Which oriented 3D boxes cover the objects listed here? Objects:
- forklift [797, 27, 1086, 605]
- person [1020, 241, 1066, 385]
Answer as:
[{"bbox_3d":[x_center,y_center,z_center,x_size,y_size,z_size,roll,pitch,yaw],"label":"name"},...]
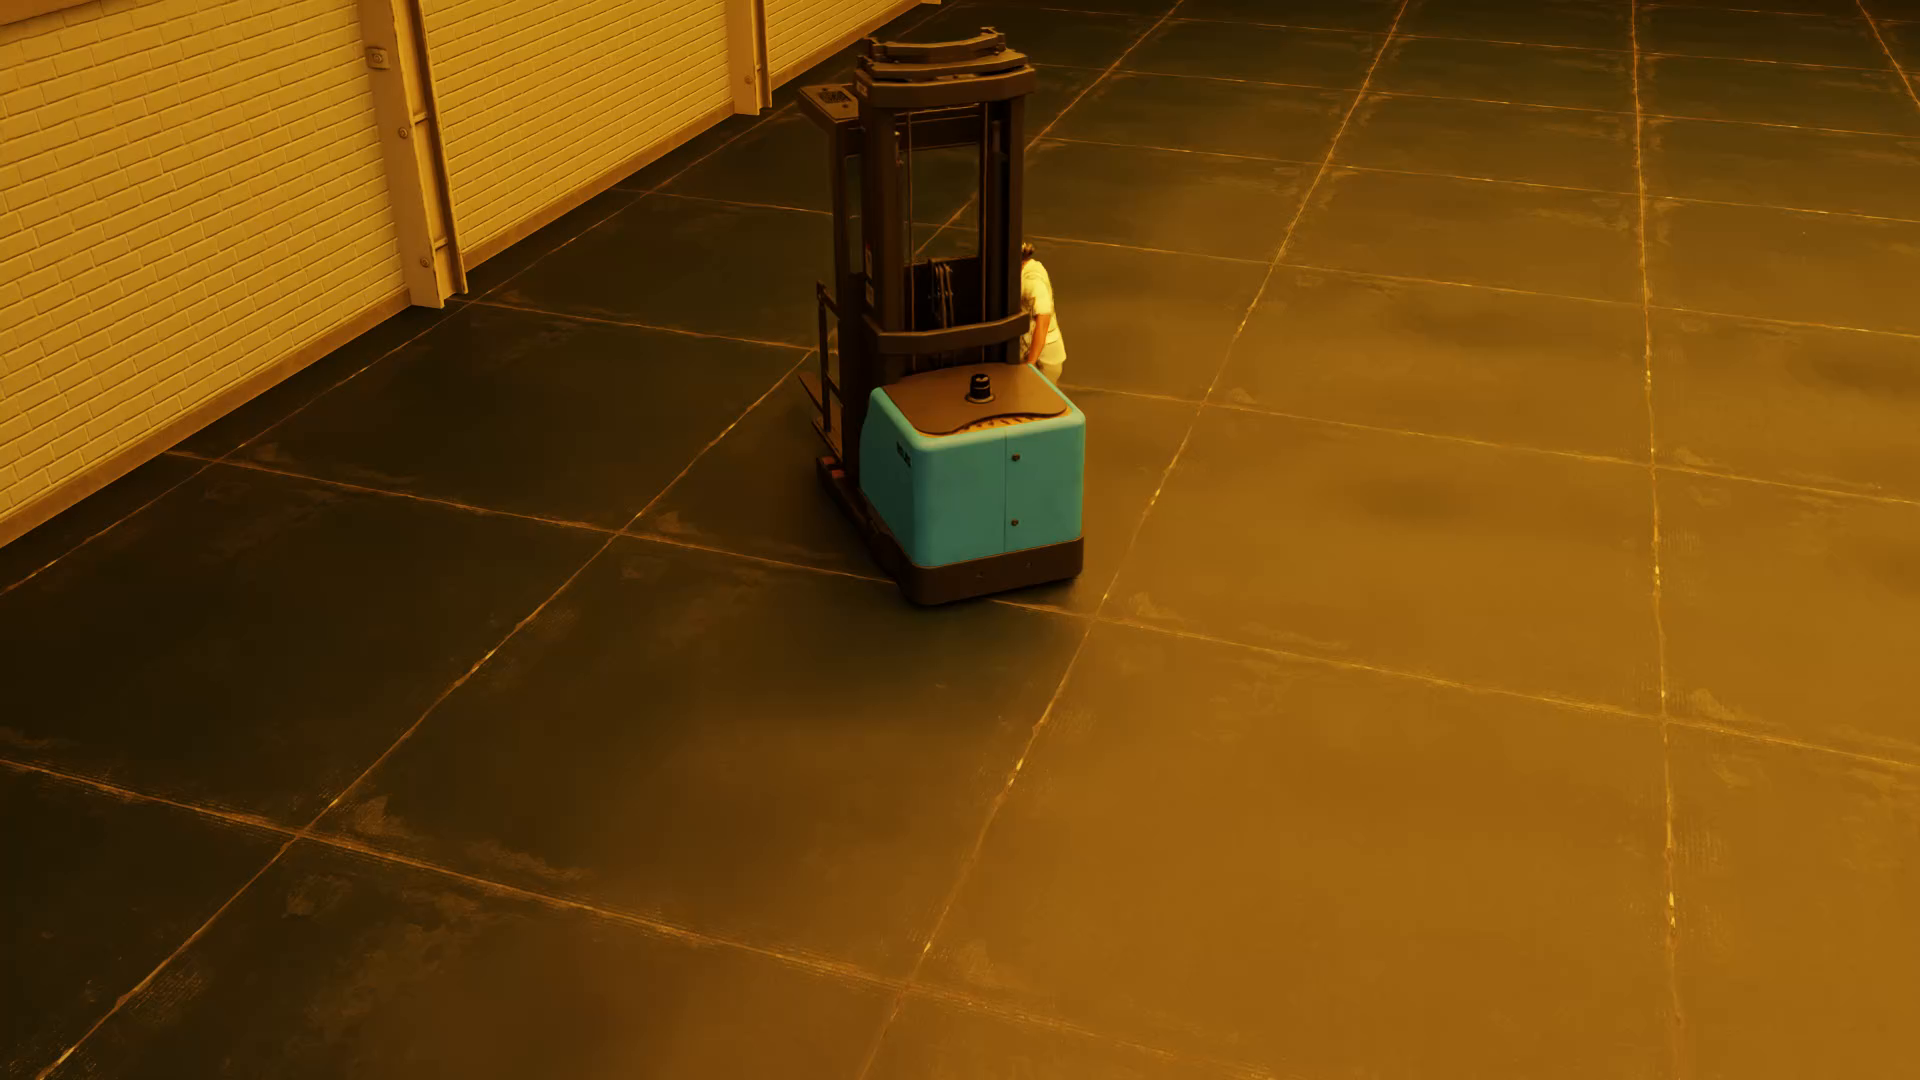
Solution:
[{"bbox_3d":[-0.287,-1.624,9.985,1.130,2.935,3.031,-11,31,-18],"label":"forklift"},{"bbox_3d":[0.415,-1.154,10.535,0.521,1.612,1.061,-1,30,-2],"label":"person"}]
